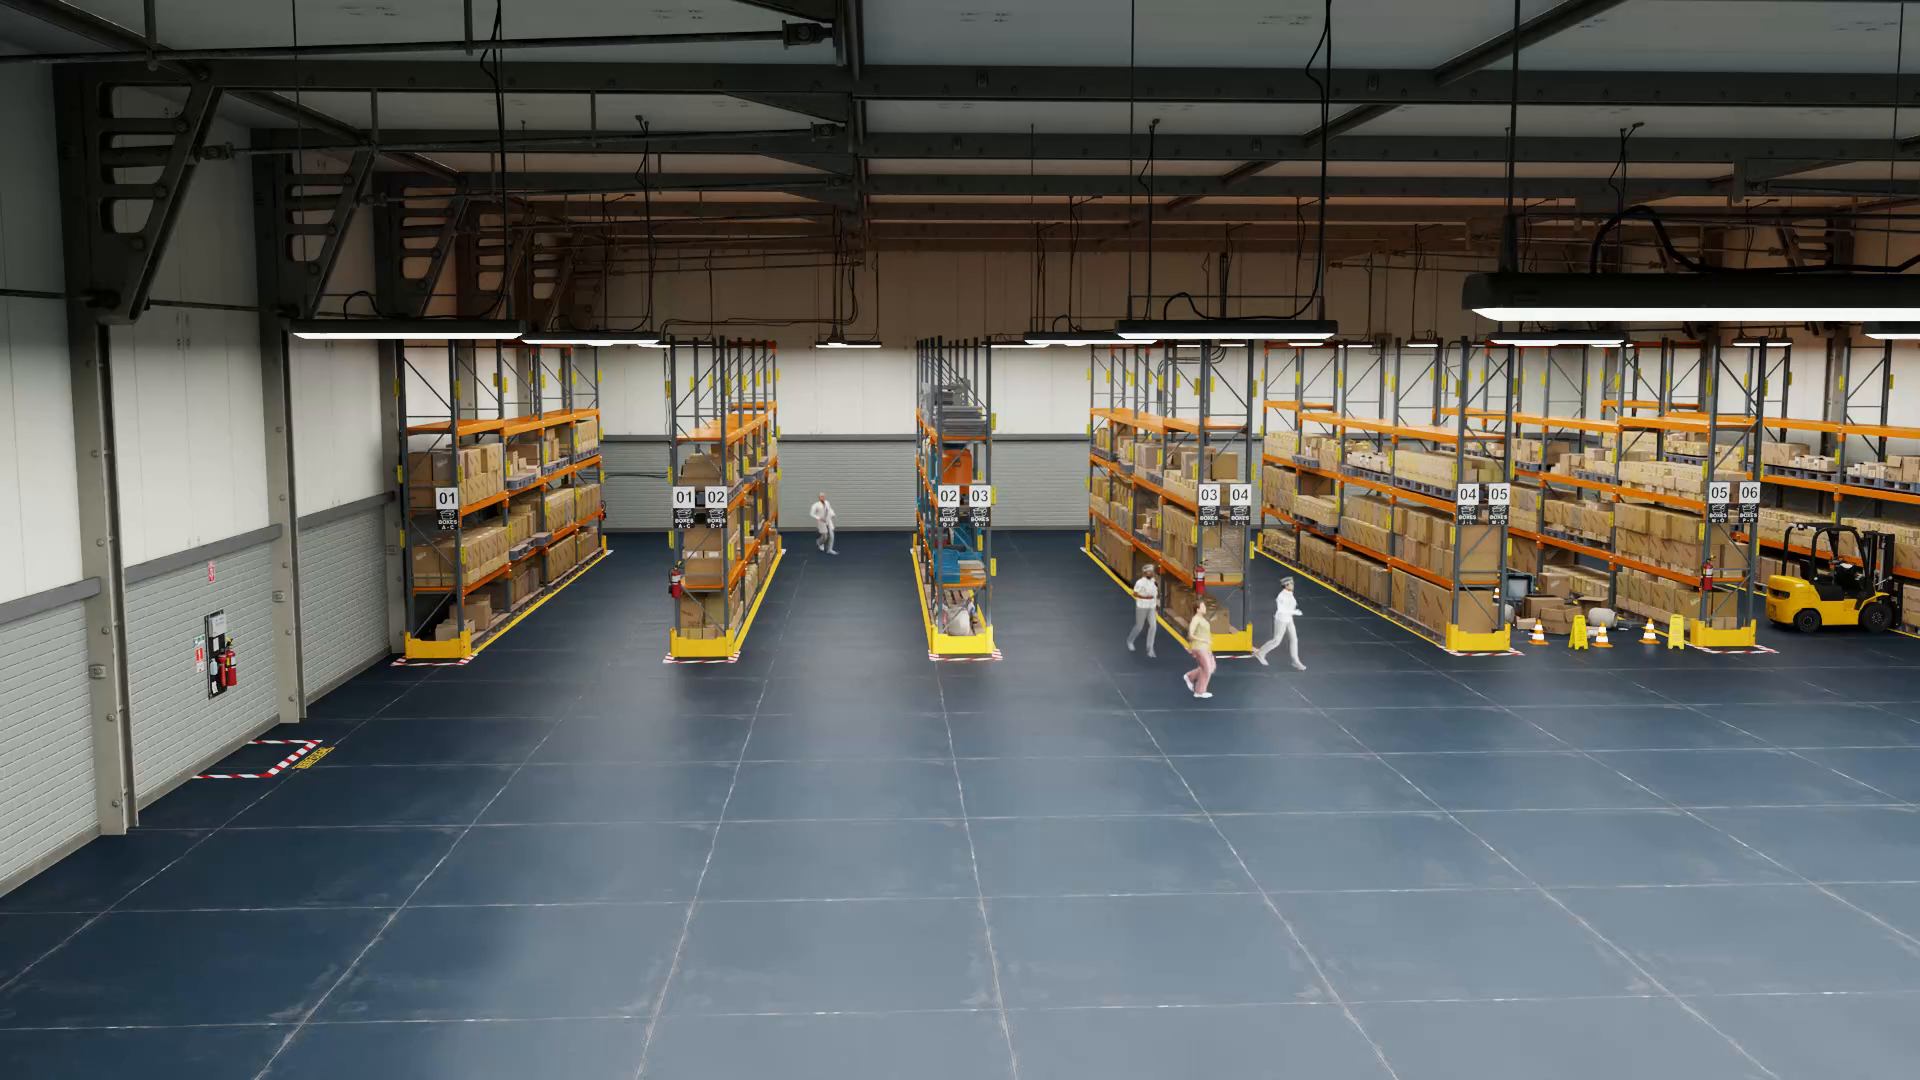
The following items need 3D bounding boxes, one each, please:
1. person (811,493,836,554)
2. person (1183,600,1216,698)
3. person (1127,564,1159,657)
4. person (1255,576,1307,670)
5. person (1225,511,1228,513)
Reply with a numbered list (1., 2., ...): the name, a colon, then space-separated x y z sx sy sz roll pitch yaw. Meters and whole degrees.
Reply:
1. person: -3.899 -0.472 47.126 0.749 1.725 0.743 -5 8 -38
2. person: 3.955 1.794 27.524 0.566 1.620 0.577 3 7 24
3. person: 3.506 1.316 31.531 0.603 1.733 0.799 -4 7 -29
4. person: 5.798 1.477 29.962 0.935 1.691 0.583 4 8 32
5. person: 7.335 -0.531 47.840 0.651 1.684 0.842 4 7 29
